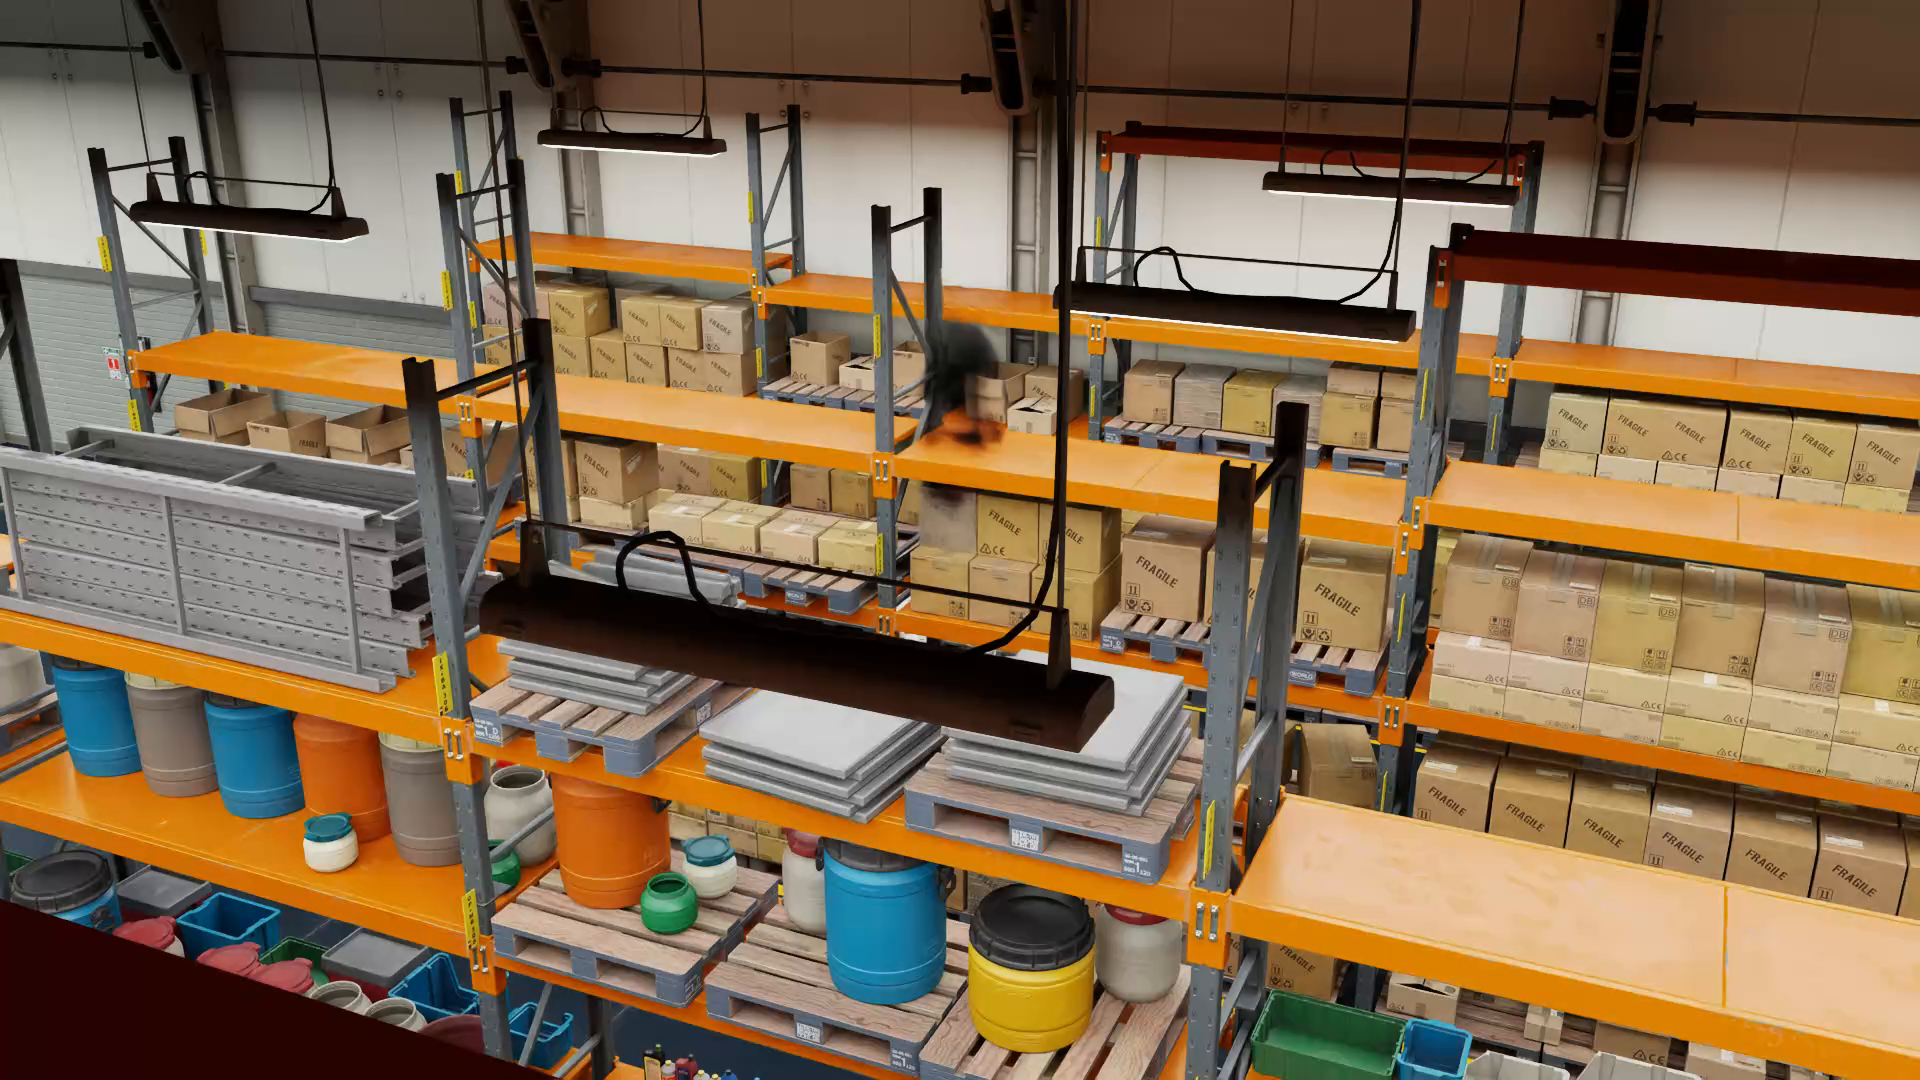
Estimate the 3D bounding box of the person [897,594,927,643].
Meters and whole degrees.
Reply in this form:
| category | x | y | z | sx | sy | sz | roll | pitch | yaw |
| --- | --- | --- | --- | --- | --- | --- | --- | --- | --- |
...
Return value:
| category | x | y | z | sx | sy | sz | roll | pitch | yaw |
| --- | --- | --- | --- | --- | --- | --- | --- | --- | --- |
| person | -0.469 | 1.211 | 17.128 | 1.049 | 1.732 | 0.697 | 6 | 21 | 15 |

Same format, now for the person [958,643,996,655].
| category | x | y | z | sx | sy | sz | roll | pitch | yaw |
| --- | --- | --- | --- | --- | --- | --- | --- | --- | --- |
| person | 0.230 | 1.303 | 16.889 | 0.810 | 1.752 | 0.593 | 6 | 21 | 17 |

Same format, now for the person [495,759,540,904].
| category | x | y | z | sx | sy | sz | roll | pitch | yaw |
| --- | --- | --- | --- | --- | --- | --- | --- | --- | --- |
| person | -3.632 | 2.483 | 13.529 | 0.826 | 1.733 | 0.683 | 9 | 22 | 23 |
